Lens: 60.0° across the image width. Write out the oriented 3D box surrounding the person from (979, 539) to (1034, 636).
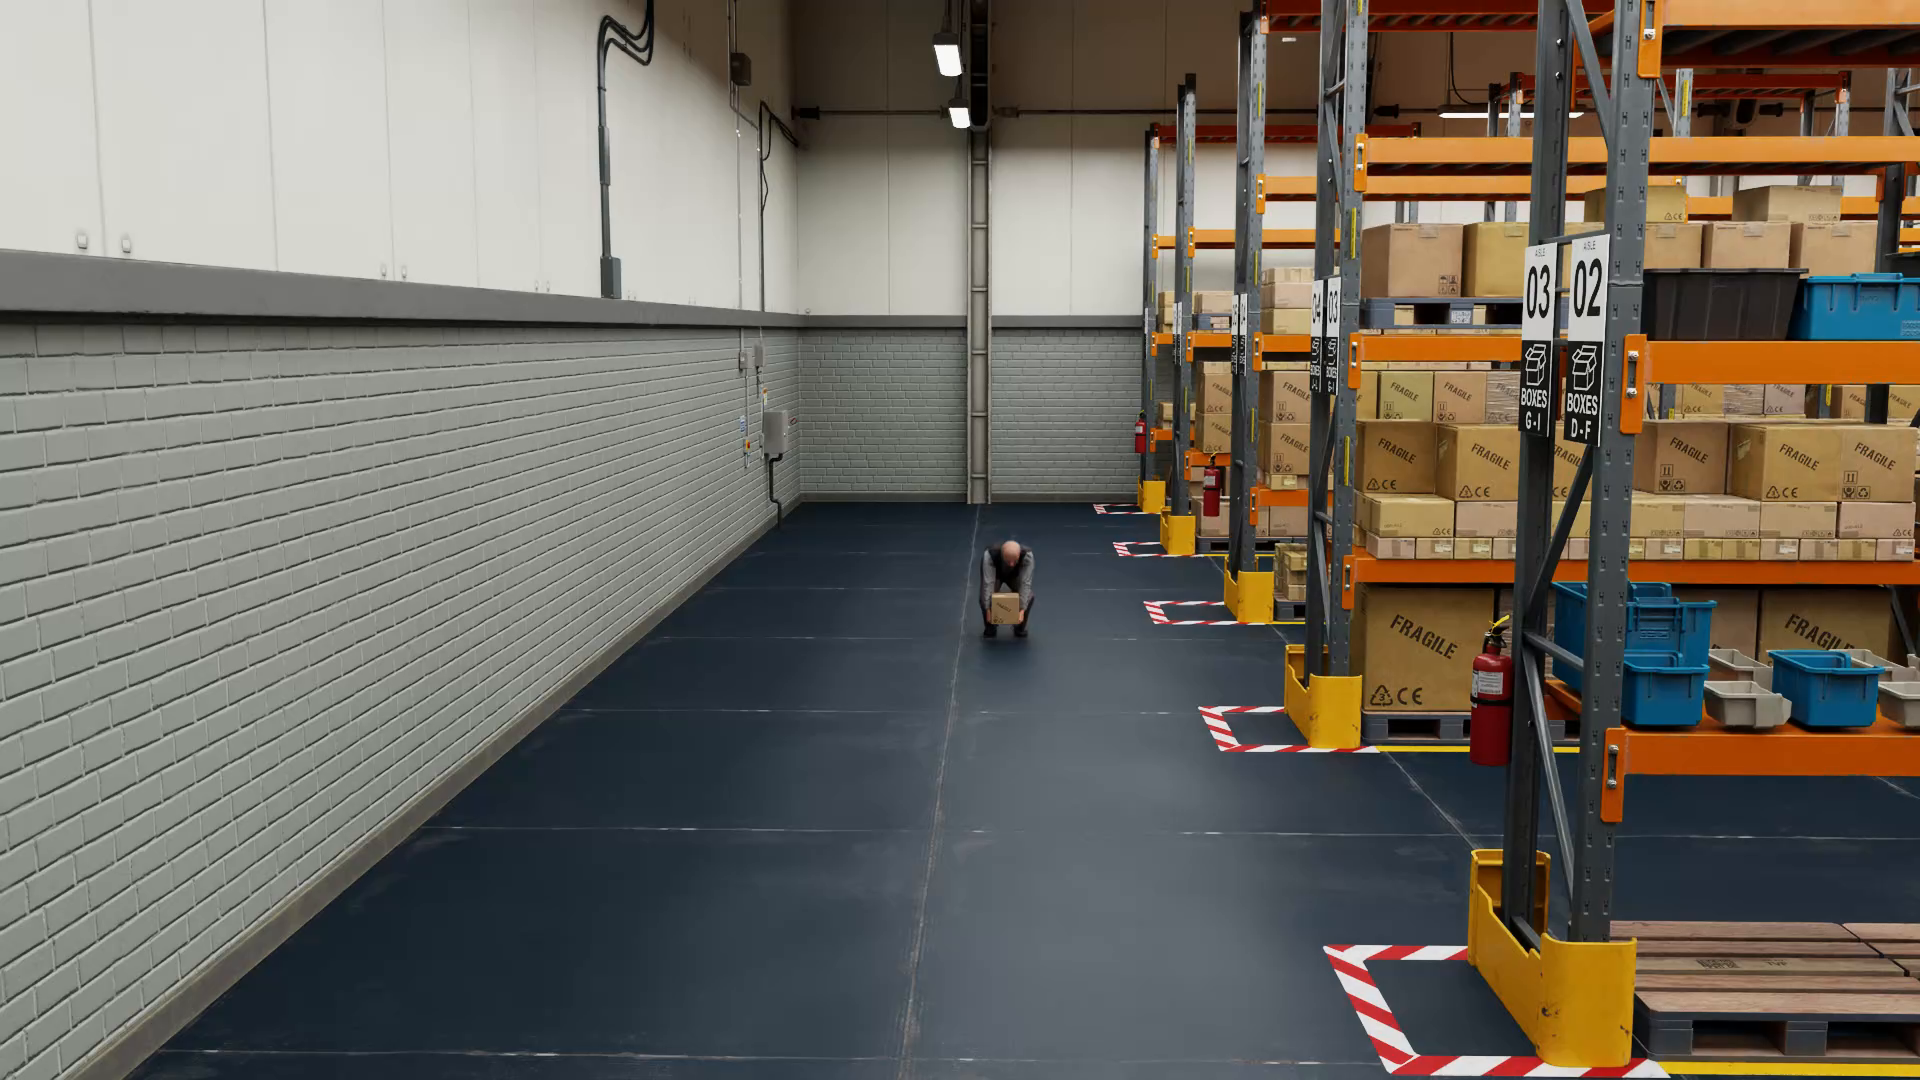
[{"bbox_3d":[0.432,0.439,15.487,0.514,0.951,0.908,0,7,0],"label":"person"}]
